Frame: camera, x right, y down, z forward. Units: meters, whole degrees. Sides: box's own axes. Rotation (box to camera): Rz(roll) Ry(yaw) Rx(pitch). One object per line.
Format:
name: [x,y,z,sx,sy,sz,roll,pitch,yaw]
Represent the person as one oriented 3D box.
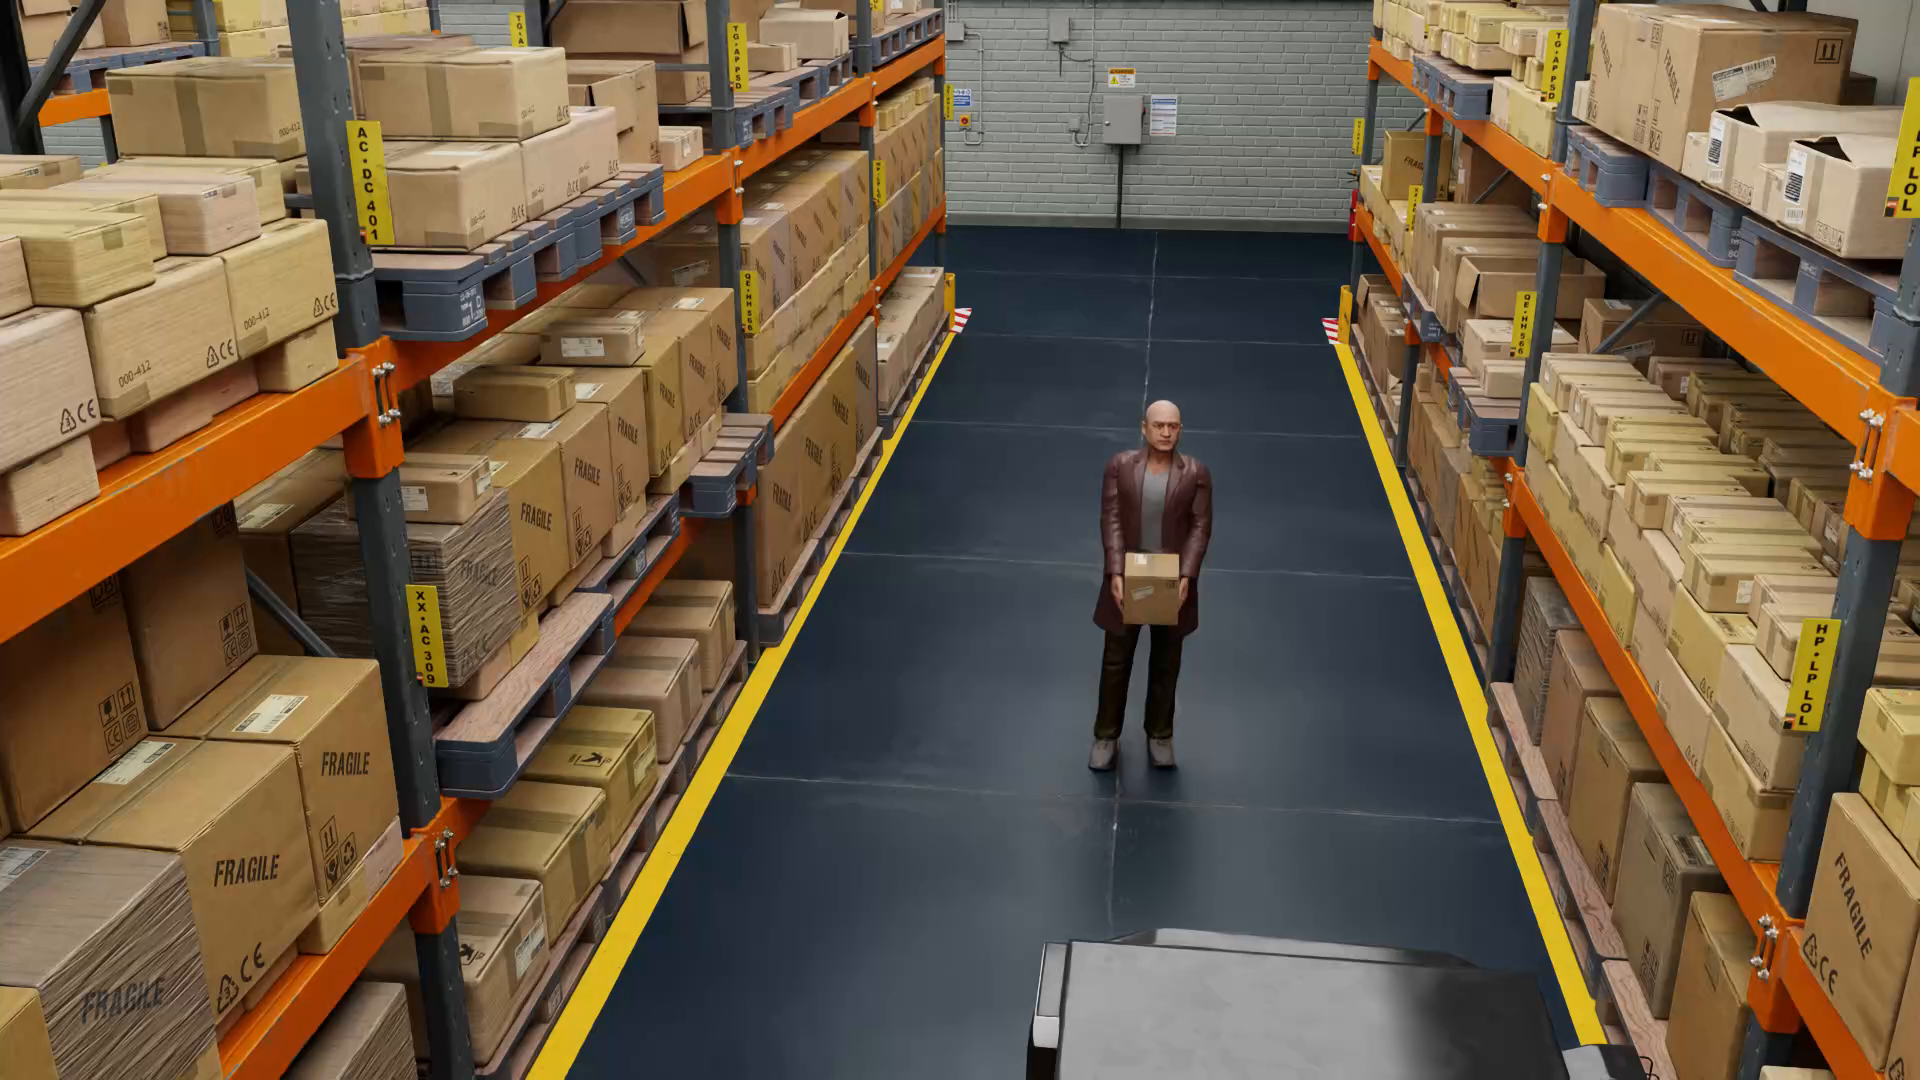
person: [0.916,0.236,7.976,0.552,1.780,0.536,2,21,6]
